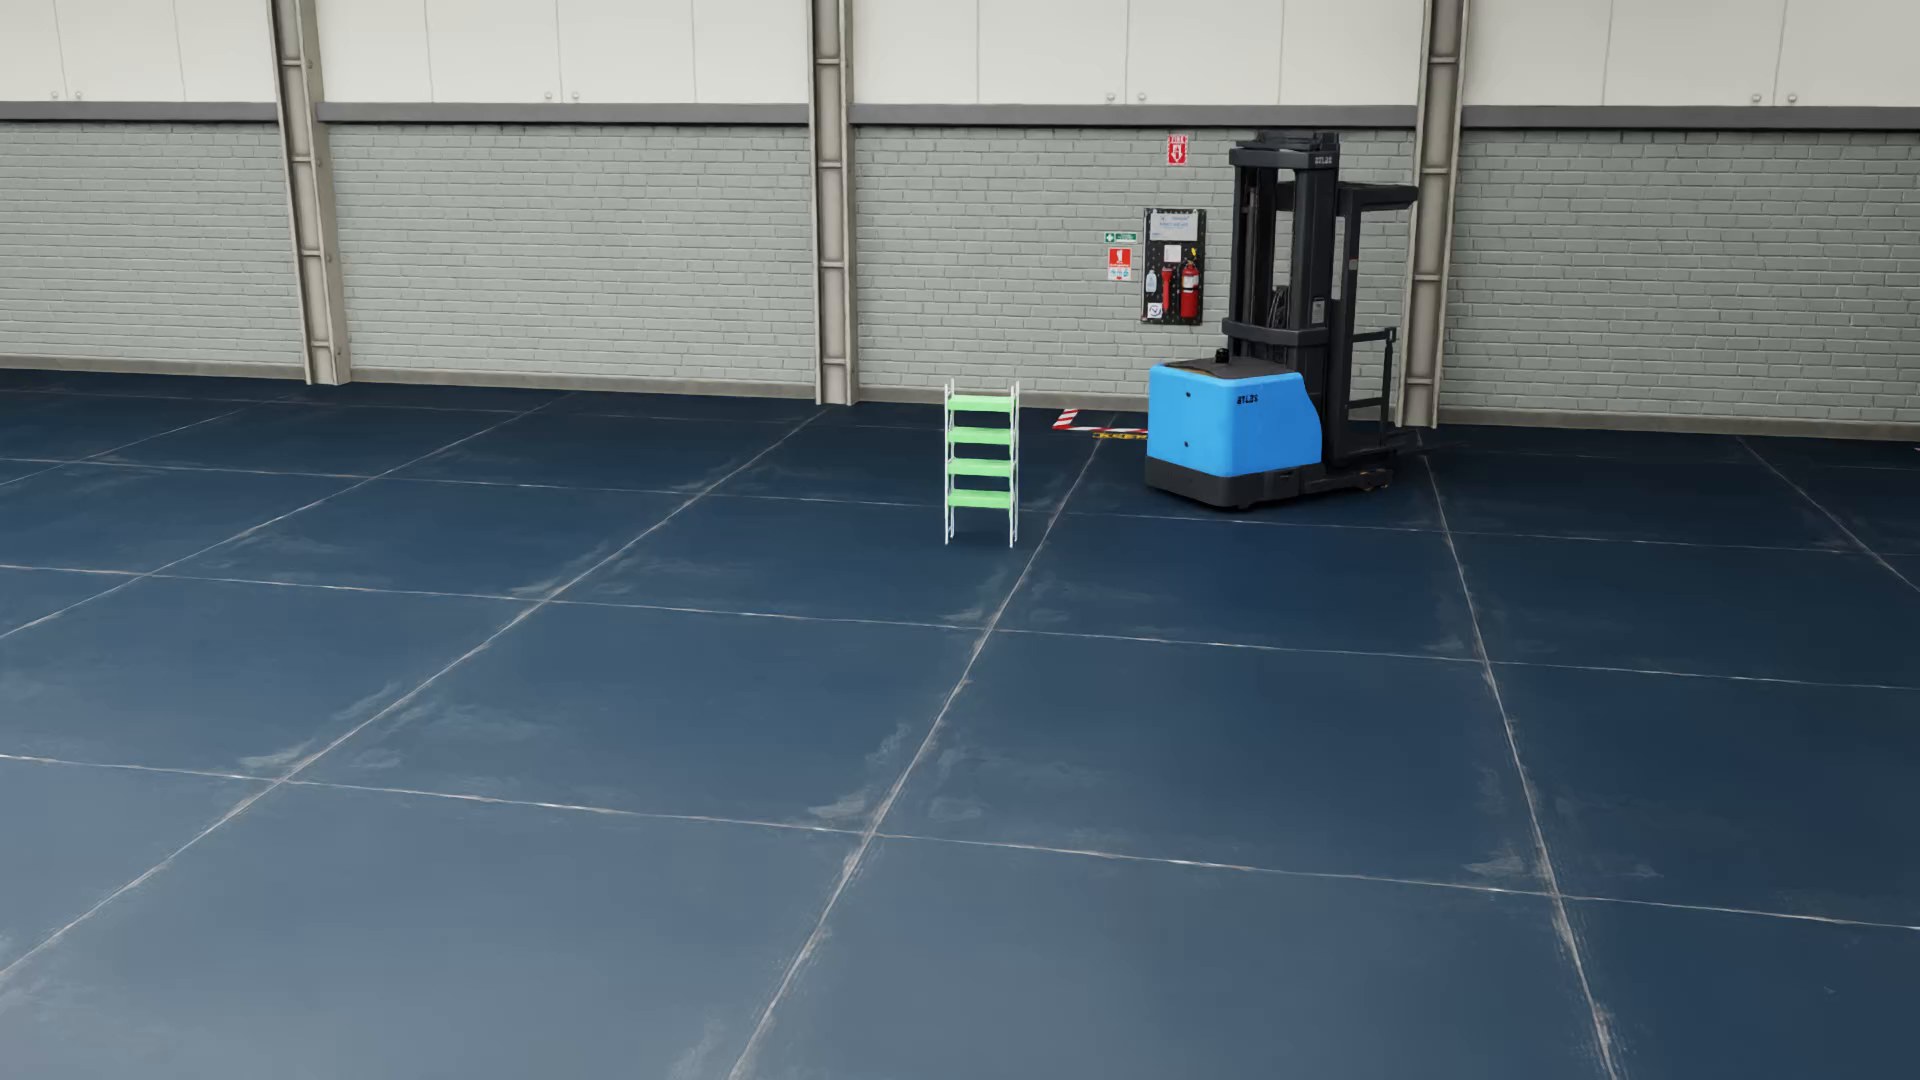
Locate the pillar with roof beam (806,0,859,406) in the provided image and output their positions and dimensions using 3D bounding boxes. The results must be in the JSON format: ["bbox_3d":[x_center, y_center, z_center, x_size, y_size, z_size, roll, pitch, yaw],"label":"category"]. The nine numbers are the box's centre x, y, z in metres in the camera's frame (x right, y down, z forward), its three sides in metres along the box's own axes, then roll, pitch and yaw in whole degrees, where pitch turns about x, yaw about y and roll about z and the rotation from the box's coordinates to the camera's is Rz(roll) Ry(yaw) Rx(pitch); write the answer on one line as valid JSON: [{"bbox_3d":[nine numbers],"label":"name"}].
[{"bbox_3d":[-2.172,-4.687,12.555,0.400,9.000,9.100,3,16,11],"label":"pillar with roof beam"}]

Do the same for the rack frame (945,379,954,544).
[{"bbox_3d":[-0.077,-0.582,12.347,0.015,1.200,0.240,3,16,11],"label":"rack frame"}]

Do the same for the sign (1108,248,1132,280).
[{"bbox_3d":[1.631,-2.818,16.978,0.234,0.329,0.001,3,16,11],"label":"sign"}]

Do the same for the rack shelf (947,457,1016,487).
[{"bbox_3d":[0.162,-0.508,12.317,0.480,0.148,0.258,3,16,11],"label":"rack shelf"}]

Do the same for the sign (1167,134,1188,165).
[{"bbox_3d":[2.164,-3.888,16.566,0.199,0.298,0.001,3,16,11],"label":"sign"}]

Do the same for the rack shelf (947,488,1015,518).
[{"bbox_3d":[0.162,-0.277,12.381,0.480,0.148,0.258,3,16,11],"label":"rack shelf"}]

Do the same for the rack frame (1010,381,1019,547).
[{"bbox_3d":[0.401,-0.556,12.253,0.015,1.200,0.240,3,16,11],"label":"rack frame"}]

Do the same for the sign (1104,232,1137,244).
[{"bbox_3d":[1.633,-3.071,16.898,0.331,0.109,0.001,3,16,11],"label":"sign"}]

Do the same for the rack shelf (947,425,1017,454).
[{"bbox_3d":[0.162,-0.739,12.253,0.480,0.148,0.258,3,16,11],"label":"rack shelf"}]

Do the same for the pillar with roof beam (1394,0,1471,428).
[{"bbox_3d":[3.708,-4.368,11.402,0.400,9.000,9.100,3,16,11],"label":"pillar with roof beam"}]

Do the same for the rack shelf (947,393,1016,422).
[{"bbox_3d":[0.162,-0.970,12.189,0.480,0.148,0.258,3,16,11],"label":"rack shelf"}]

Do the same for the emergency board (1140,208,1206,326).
[{"bbox_3d":[2.152,-2.744,16.779,0.643,1.169,0.194,3,16,11],"label":"emergency board"}]

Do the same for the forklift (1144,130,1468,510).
[{"bbox_3d":[3.068,-1.931,13.972,3.031,2.935,1.130,-10,18,-31],"label":"forklift"}]

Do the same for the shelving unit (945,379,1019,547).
[{"bbox_3d":[0.162,-0.569,12.300,0.503,1.200,0.258,3,16,11],"label":"shelving unit"}]

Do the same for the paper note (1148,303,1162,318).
[{"bbox_3d":[1.992,-2.347,16.996,0.142,0.148,0.016,3,16,11],"label":"paper note"}]

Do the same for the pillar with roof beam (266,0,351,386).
[{"bbox_3d":[-8.051,-5.006,13.707,0.400,9.000,9.100,3,16,11],"label":"pillar with roof beam"}]
